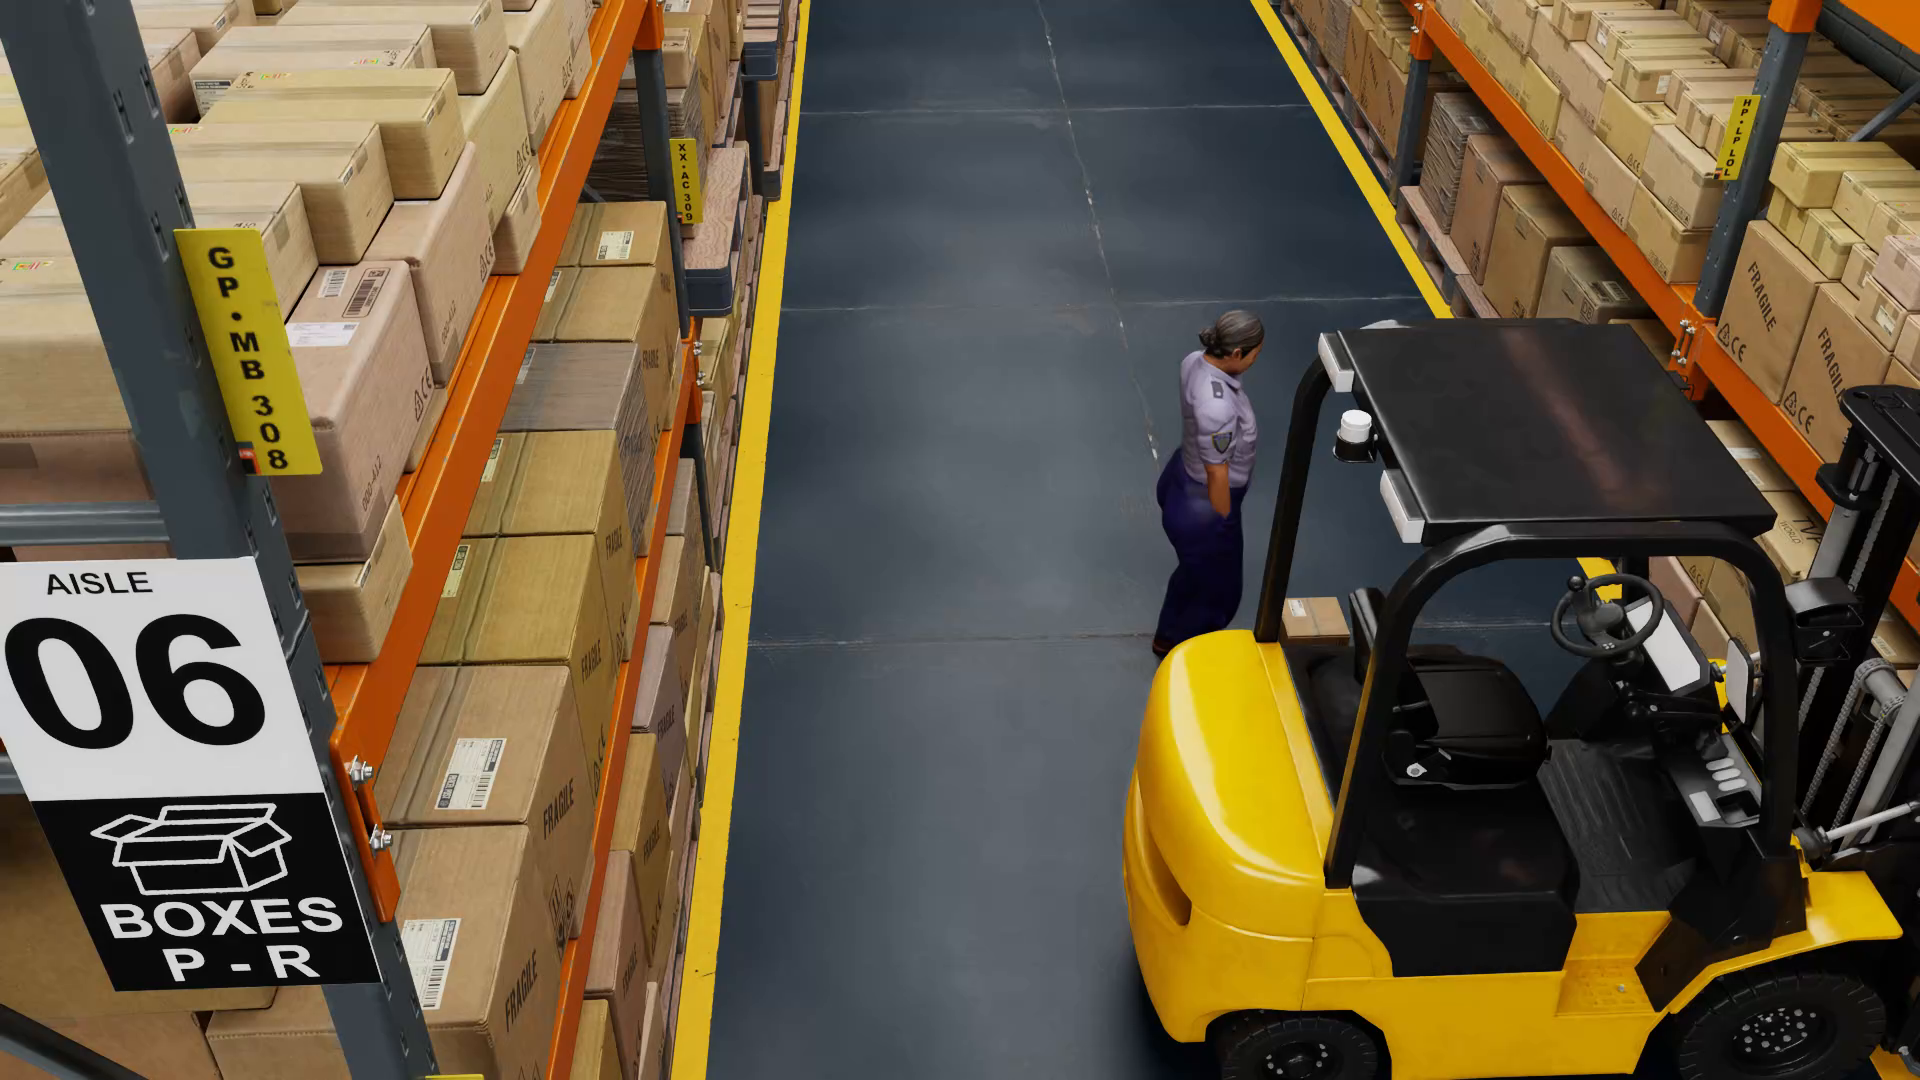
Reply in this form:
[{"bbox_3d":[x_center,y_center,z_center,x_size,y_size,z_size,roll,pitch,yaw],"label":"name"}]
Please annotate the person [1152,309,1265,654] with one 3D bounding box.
[{"bbox_3d":[0.934,-0.147,6.390,0.346,1.631,0.483,-1,35,-1],"label":"person"}]
